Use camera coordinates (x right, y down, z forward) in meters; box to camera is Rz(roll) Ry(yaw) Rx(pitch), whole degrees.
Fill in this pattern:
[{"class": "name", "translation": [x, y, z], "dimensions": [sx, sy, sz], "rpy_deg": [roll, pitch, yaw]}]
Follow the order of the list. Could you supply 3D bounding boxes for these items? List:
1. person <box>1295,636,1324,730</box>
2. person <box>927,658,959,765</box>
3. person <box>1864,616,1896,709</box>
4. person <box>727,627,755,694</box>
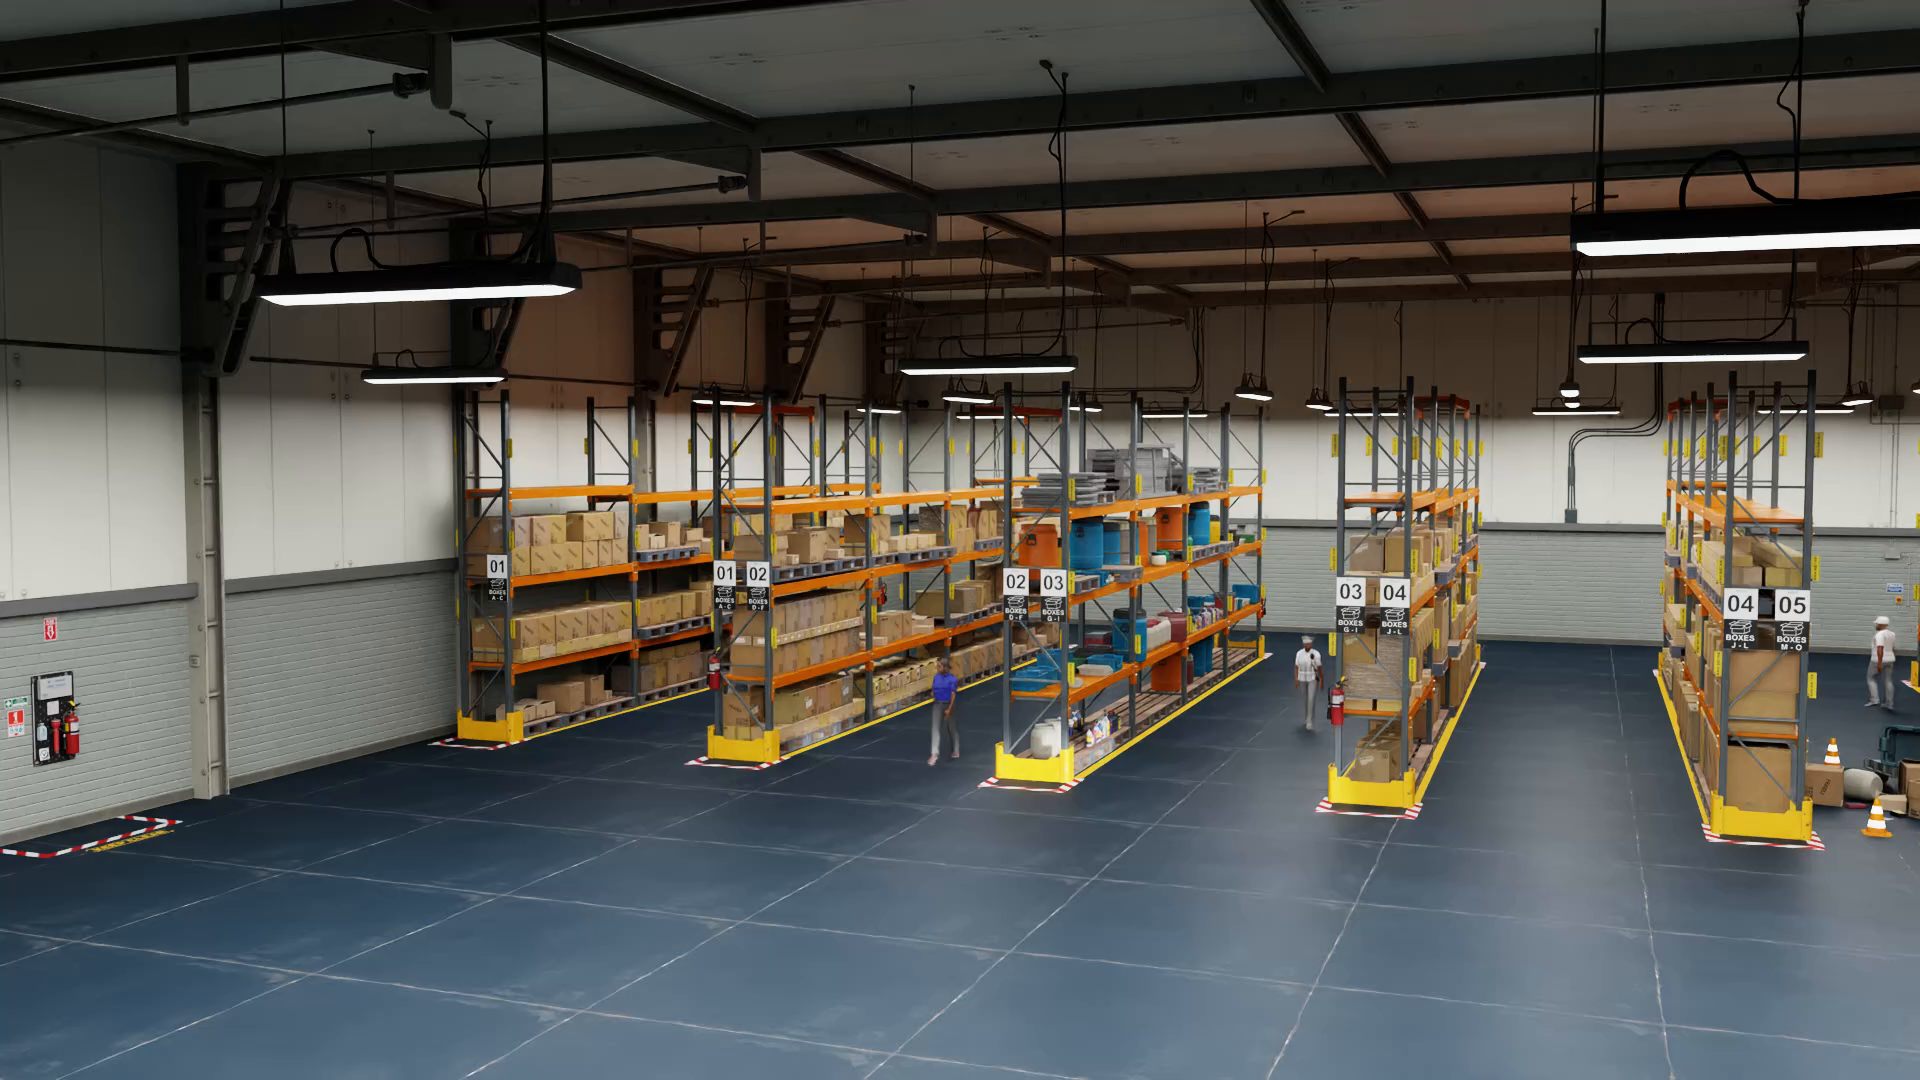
[{"class": "person", "translation": [6.207, 2.523, 29.709], "dimensions": [0.483, 1.634, 0.918], "rpy_deg": [2, 4, 31]}, {"class": "person", "translation": [-0.269, 2.709, 26.553], "dimensions": [0.464, 1.633, 0.859], "rpy_deg": [1, 3, 25]}, {"class": "person", "translation": [17.808, 2.371, 31.993], "dimensions": [0.542, 1.786, 0.557], "rpy_deg": [0, 3, -5]}, {"class": "person", "translation": [-4.387, 2.307, 33.251], "dimensions": [0.569, 1.688, 0.911], "rpy_deg": [1, 3, 10]}]
